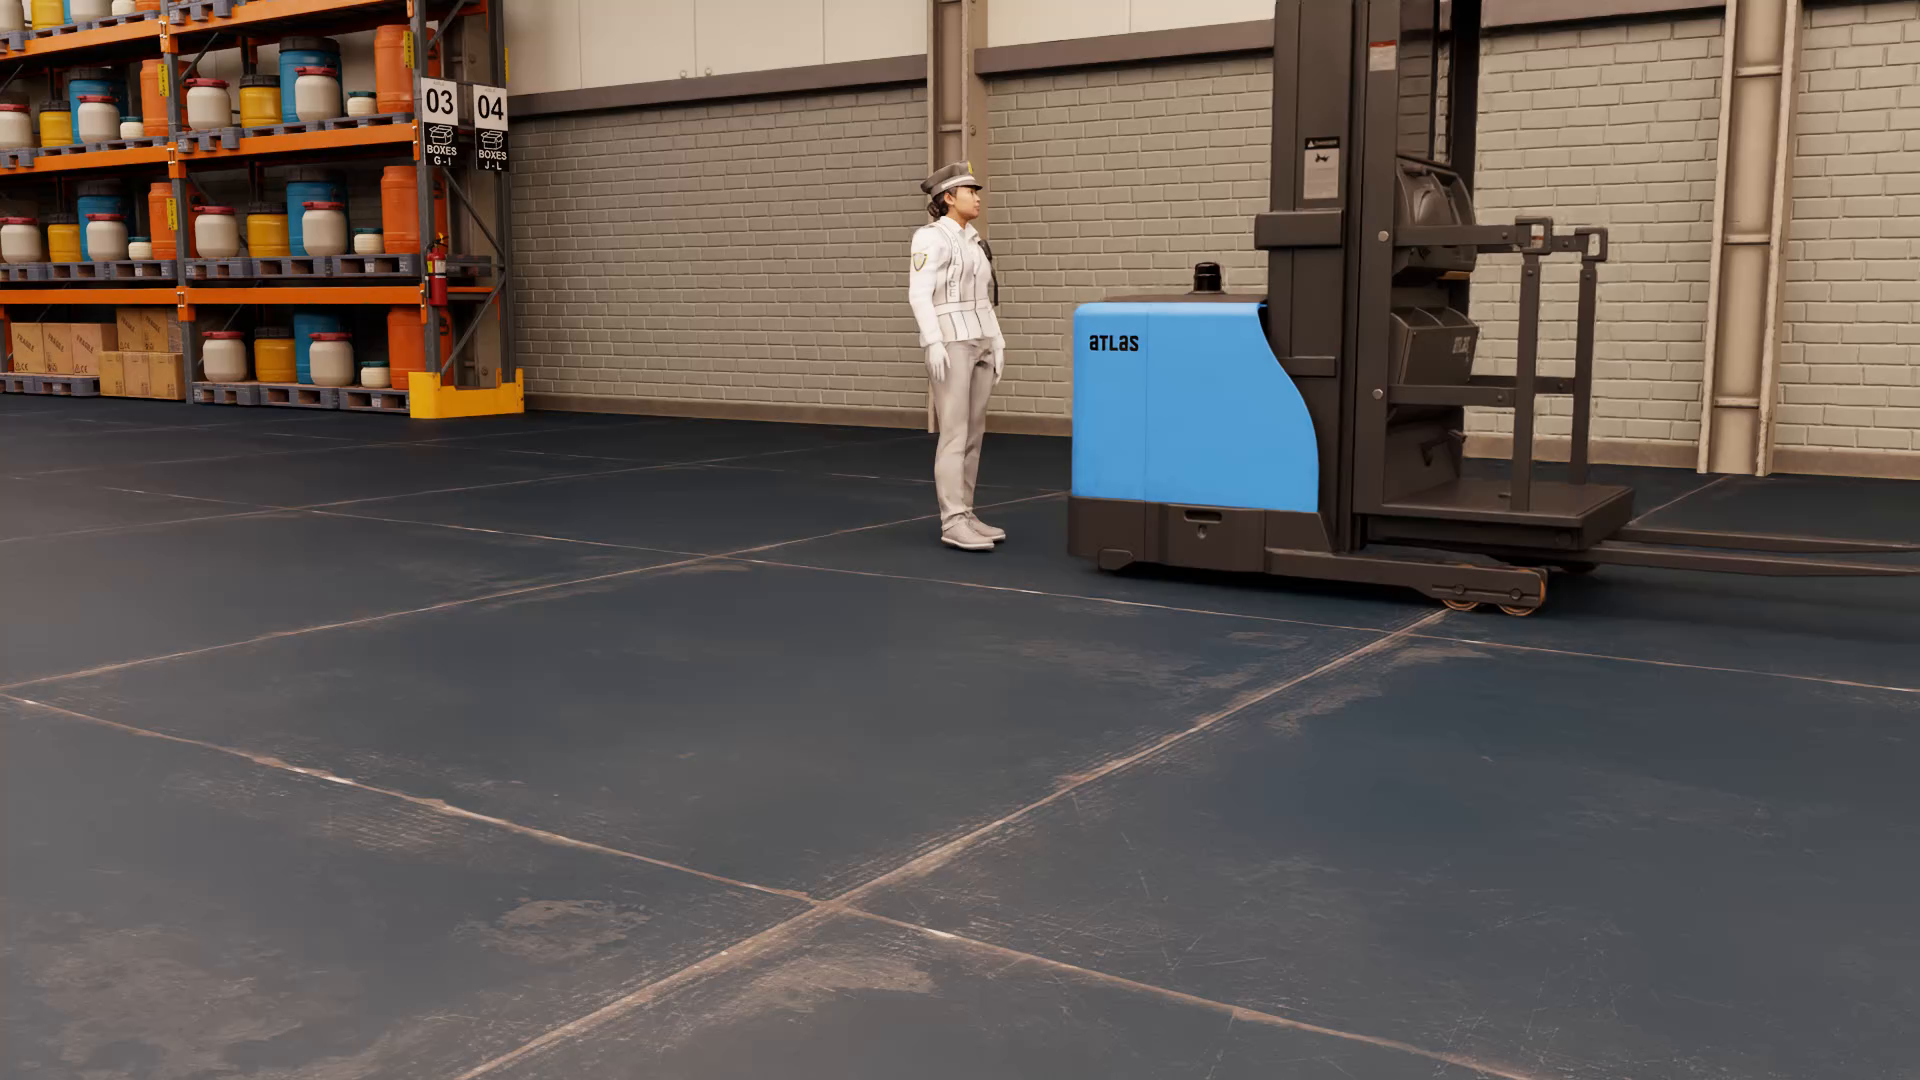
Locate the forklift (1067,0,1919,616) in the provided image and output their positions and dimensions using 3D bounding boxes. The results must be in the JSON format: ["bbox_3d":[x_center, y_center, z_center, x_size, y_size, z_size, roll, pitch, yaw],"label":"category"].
[{"bbox_3d":[1.961,-1.272,6.140,3.031,2.935,1.130,5,9,31],"label":"forklift"}]

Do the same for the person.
[{"bbox_3d":[0.052,-0.840,7.441,0.534,1.696,0.587,5,10,34],"label":"person"}]
